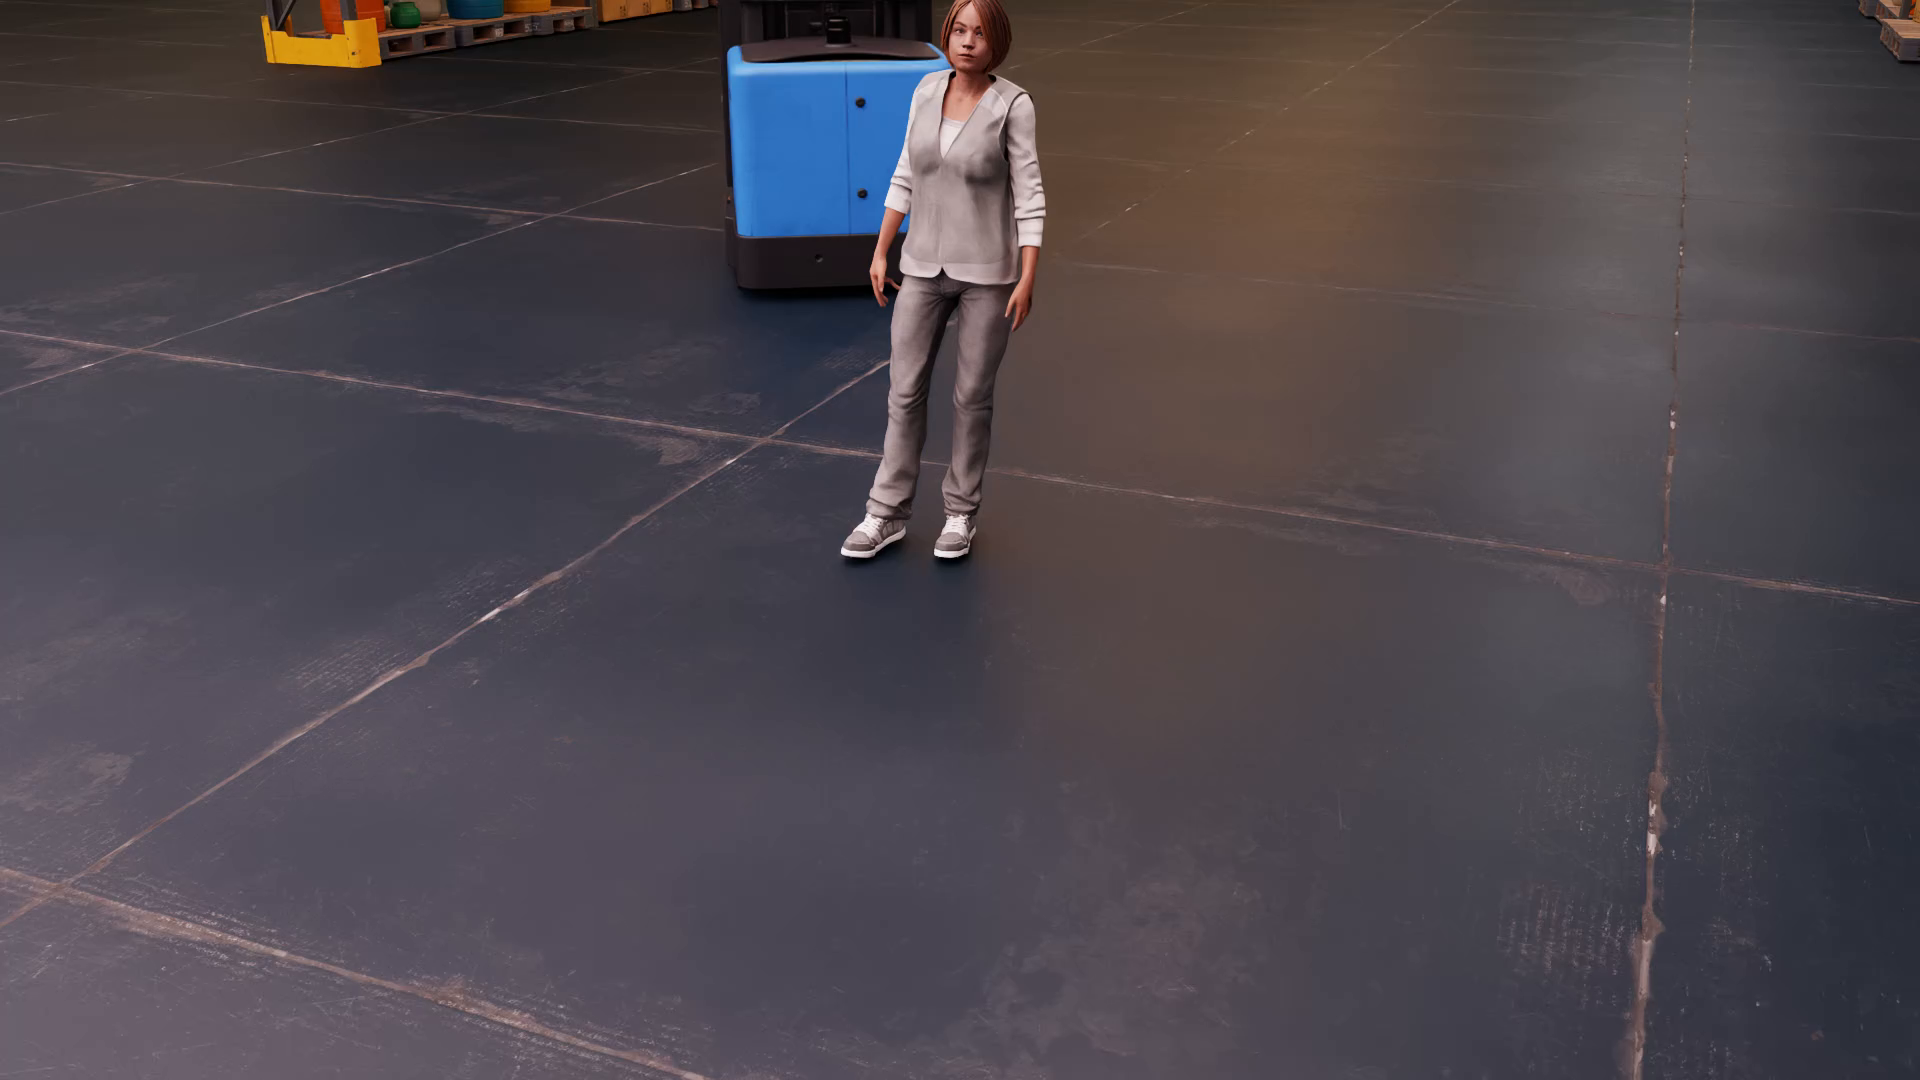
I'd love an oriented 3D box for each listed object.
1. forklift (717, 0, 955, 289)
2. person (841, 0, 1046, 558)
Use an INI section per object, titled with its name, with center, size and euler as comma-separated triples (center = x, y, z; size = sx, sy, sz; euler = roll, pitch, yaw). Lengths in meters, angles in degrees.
[forklift]
center = -0.722, -3.043, 8.573
size = 1.130, 2.935, 3.031
euler = -3, 23, -8
[person]
center = -0.042, -0.719, 4.723
size = 0.520, 1.599, 0.473
euler = 9, 24, 21
